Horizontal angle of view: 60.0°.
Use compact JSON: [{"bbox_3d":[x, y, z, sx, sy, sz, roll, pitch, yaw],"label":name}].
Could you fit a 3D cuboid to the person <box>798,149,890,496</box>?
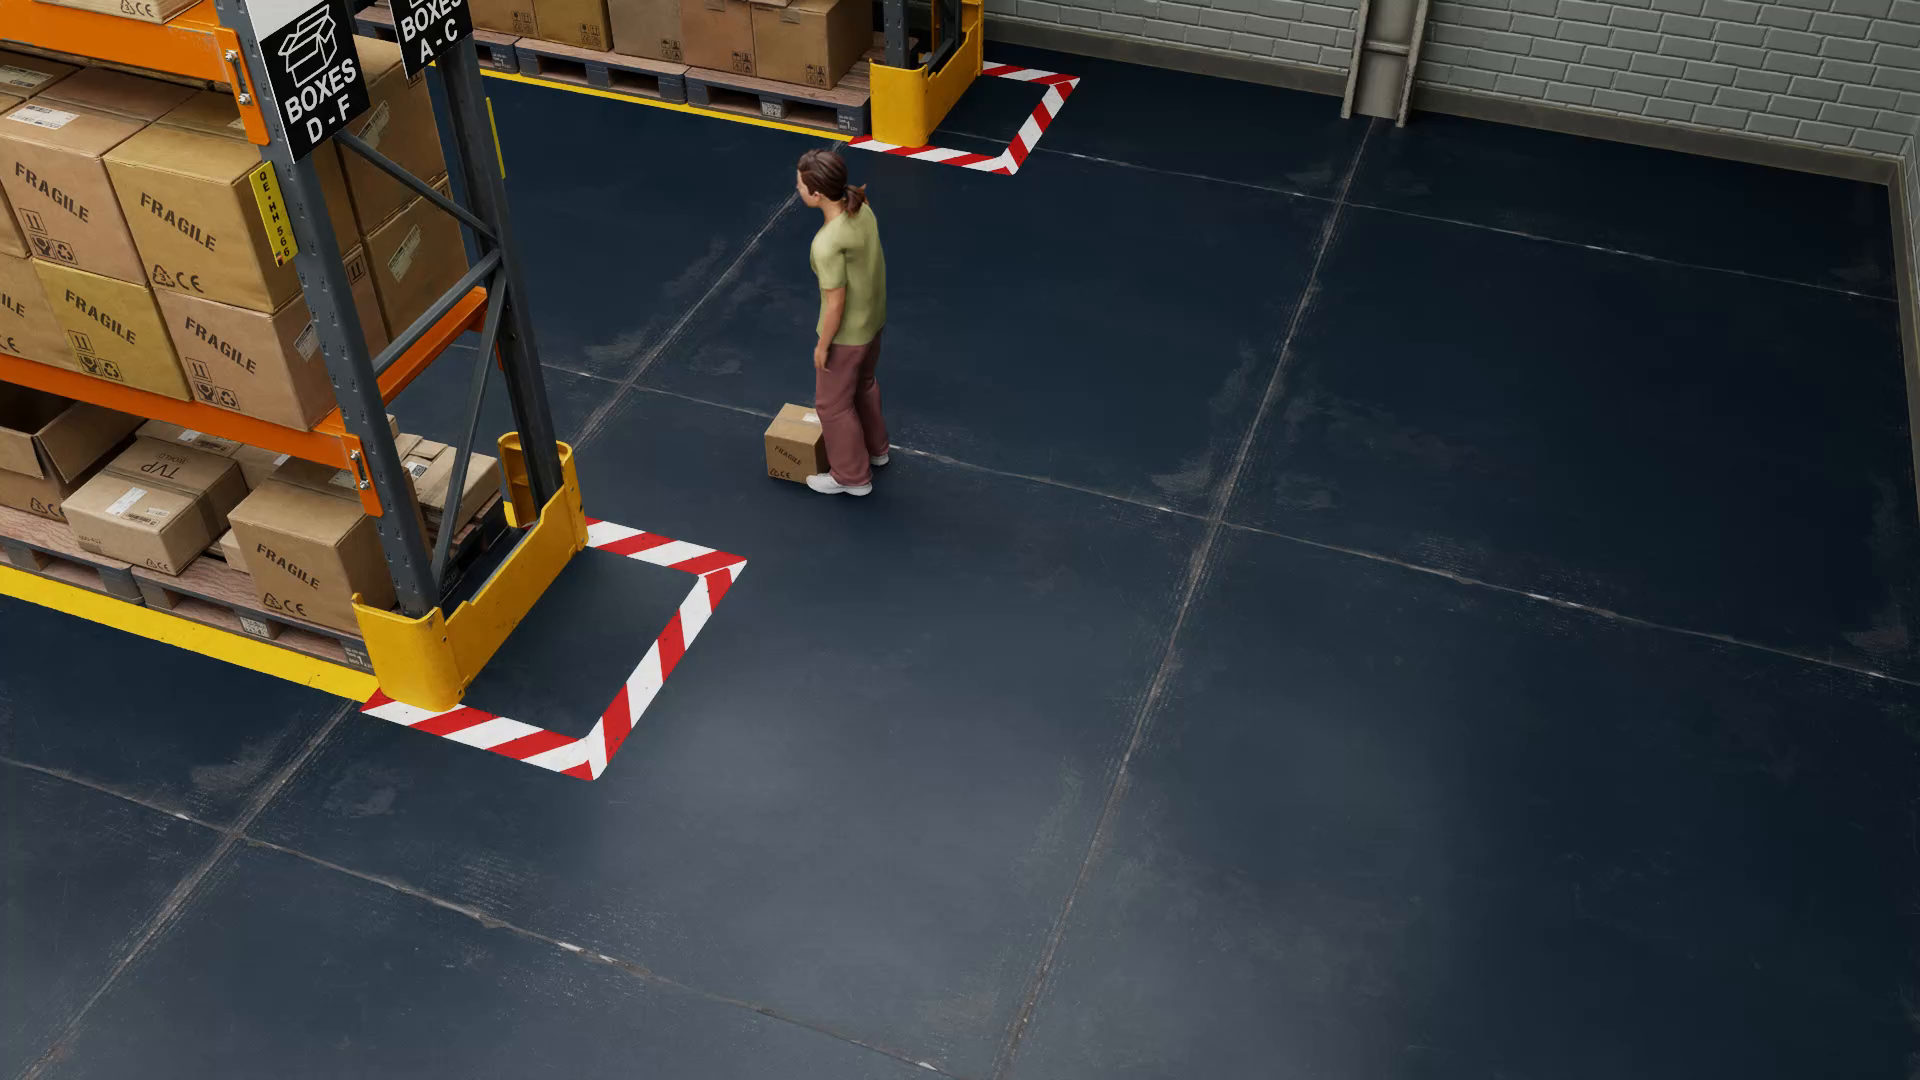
[{"bbox_3d":[-0.502,-0.926,7.200,0.356,1.673,0.499,14,43,15],"label":"person"}]
